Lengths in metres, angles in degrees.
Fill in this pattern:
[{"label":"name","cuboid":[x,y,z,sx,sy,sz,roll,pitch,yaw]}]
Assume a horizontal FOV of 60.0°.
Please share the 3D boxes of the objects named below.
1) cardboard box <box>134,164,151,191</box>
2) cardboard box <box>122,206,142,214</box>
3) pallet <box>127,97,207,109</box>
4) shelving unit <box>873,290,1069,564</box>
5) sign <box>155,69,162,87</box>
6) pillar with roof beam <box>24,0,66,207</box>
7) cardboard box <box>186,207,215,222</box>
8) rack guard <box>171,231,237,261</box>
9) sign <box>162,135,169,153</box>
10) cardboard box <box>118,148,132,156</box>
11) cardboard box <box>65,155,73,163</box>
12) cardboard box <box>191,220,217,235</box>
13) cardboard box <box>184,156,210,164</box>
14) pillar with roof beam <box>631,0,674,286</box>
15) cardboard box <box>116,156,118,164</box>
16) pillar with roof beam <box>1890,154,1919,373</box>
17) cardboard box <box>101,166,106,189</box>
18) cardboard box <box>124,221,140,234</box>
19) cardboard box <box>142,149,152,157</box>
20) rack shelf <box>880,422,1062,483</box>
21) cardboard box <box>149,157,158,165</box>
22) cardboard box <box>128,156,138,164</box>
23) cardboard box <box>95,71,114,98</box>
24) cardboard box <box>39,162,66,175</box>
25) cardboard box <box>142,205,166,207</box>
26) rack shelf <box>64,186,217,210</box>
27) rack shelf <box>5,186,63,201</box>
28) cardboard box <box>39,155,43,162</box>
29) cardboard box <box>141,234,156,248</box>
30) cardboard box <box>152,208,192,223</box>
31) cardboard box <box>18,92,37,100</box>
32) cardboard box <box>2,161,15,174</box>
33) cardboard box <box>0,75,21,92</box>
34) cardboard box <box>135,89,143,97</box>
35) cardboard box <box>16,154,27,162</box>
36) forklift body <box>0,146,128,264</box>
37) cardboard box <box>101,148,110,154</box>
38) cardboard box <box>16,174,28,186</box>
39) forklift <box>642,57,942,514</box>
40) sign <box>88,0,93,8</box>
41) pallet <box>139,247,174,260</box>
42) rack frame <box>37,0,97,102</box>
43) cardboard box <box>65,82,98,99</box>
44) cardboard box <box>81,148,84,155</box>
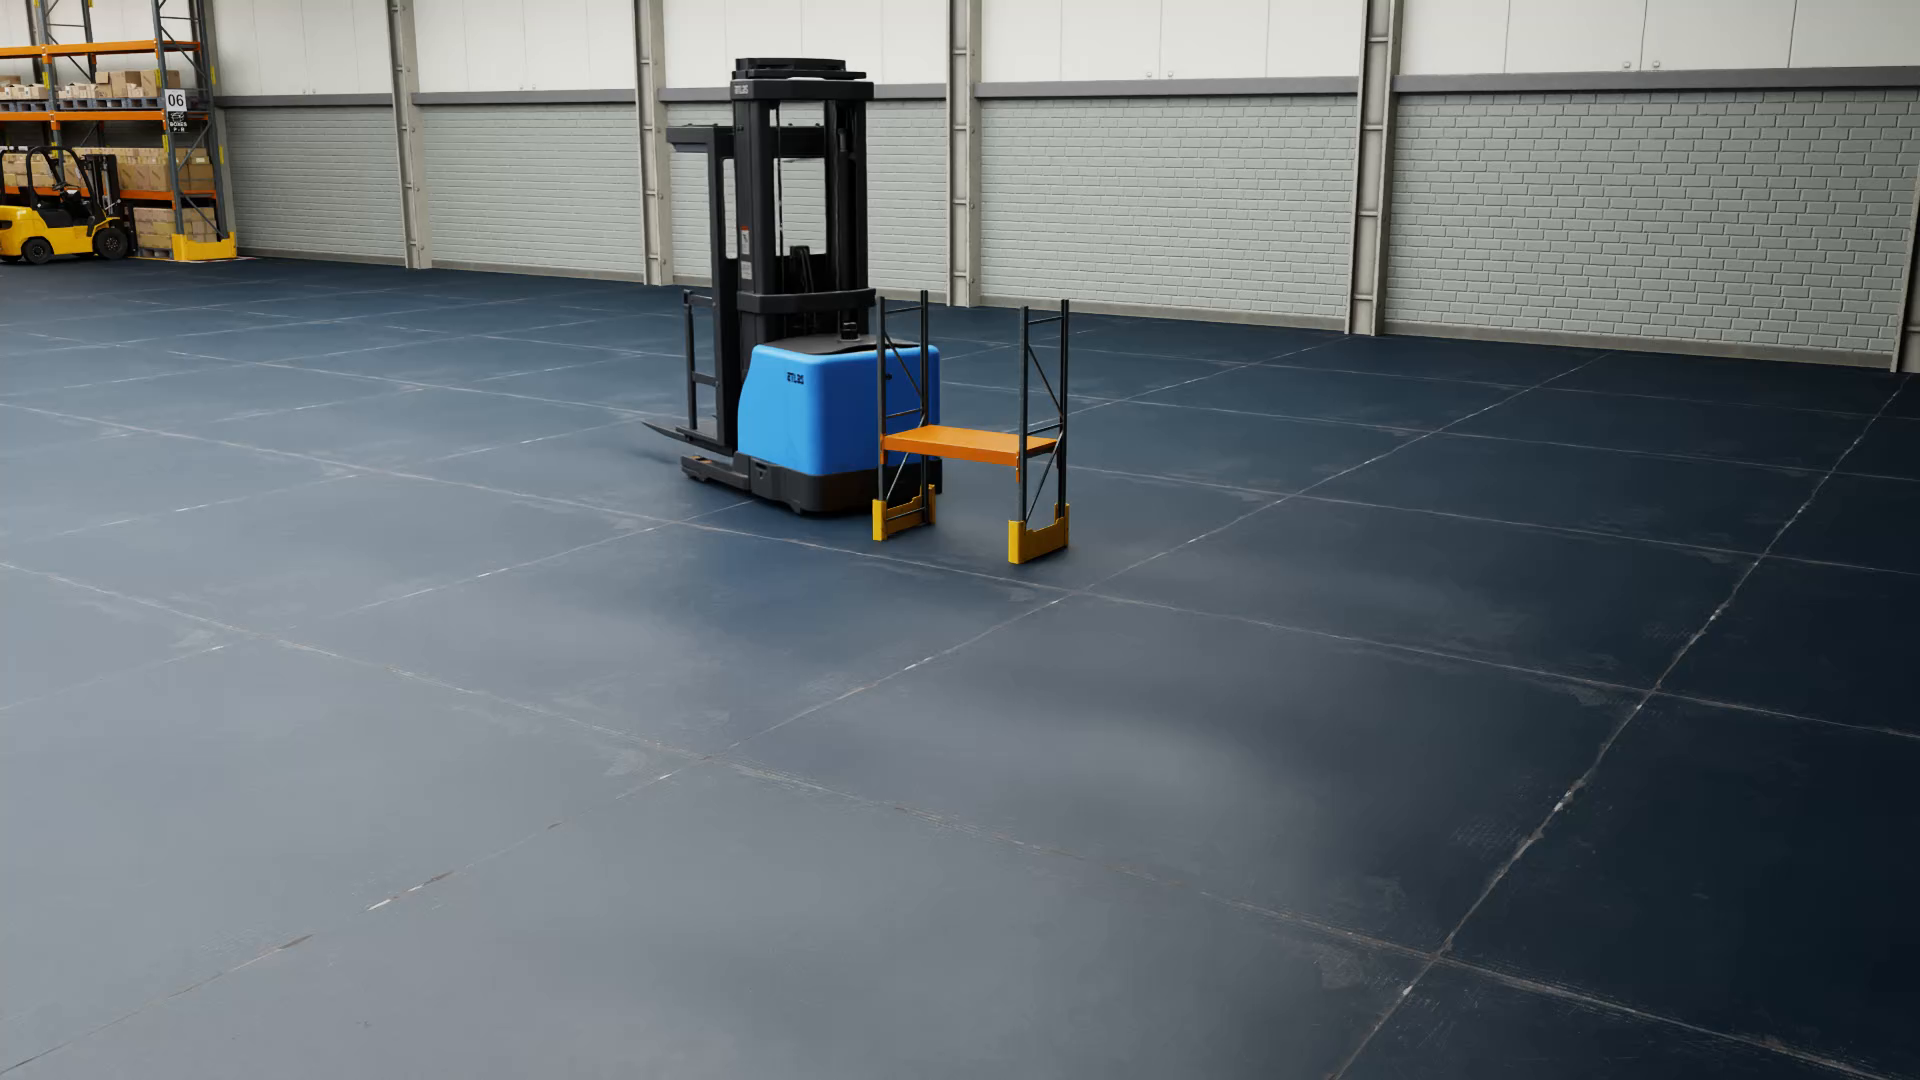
[{"label":"cardboard box","cuboid":[-15.787,-7.108,32.588,0.500,0.500,0.500,10,17,35]},{"label":"cardboard box","cuboid":[-16.630,-6.531,33.232,0.500,0.250,0.500,9,16,32]},{"label":"pallet","cuboid":[-15.379,-8.488,32.310,1.213,0.211,1.003,9,17,33]},{"label":"shelving unit","cuboid":[0.063,-0.718,10.102,1.083,1.500,0.587,9,17,33]},{"label":"sign","cuboid":[-15.121,-8.716,31.369,0.005,0.325,0.100,9,17,33]},{"label":"pillar with roof beam","cuboid":[-22.262,-10.106,32.421,0.400,9.000,9.100,9,17,33]},{"label":"cardboard box","cuboid":[-15.100,-6.431,32.829,0.500,0.250,0.500,9,16,32]},{"label":"rack guard","cuboid":[-14.787,-5.758,32.544,0.348,0.500,1.175,9,17,33]},{"label":"sign","cuboid":[-15.121,-7.545,31.659,0.005,0.325,0.100,9,17,33]},{"label":"cardboard box","cuboid":[-16.336,-7.640,32.765,0.250,0.149,0.380,10,17,34]},{"label":"cardboard box","cuboid":[-18.008,-7.779,33.949,0.250,0.149,0.380,9,16,32]},{"label":"cardboard box","cuboid":[-15.081,-6.191,32.898,0.500,0.250,0.500,10,17,34]},{"label":"cardboard box","cuboid":[-14.943,-7.435,32.559,0.250,0.149,0.380,9,16,31]},{"label":"pillar with roof beam","cuboid":[-7.327,-7.692,22.670,0.400,9.000,9.100,9,17,33]},{"label":"cardboard box","cuboid":[-16.736,-7.568,33.095,0.250,0.149,0.380,9,16,32]},{"label":"pillar with roof beam","cuboid":[7.609,-5.278,12.918,0.400,9.000,9.100,9,17,33]},{"label":"cardboard box","cuboid":[-17.041,-7.314,33.418,0.500,0.500,0.500,9,17,32]},{"label":"cardboard box","cuboid":[-16.235,-6.224,33.031,0.500,0.250,0.500,9,16,32]},{"label":"cardboard box","cuboid":[-15.676,-7.545,32.383,0.250,0.149,0.380,10,17,34]},{"label":"rack shelf","cuboid":[0.071,-0.542,10.140,1.000,0.185,0.538,9,17,33]},{"label":"cardboard box","cuboid":[-15.479,-7.357,32.243,0.250,0.149,0.380,9,17,34]},{"label":"cardboard box","cuboid":[-16.108,-7.466,32.683,0.250,0.149,0.380,9,16,31]},{"label":"cardboard box","cuboid":[-16.568,-8.987,32.848,0.637,0.503,0.797,10,17,35]},{"label":"cardboard box","cuboid":[-18.676,-7.696,34.441,0.500,0.250,0.500,9,16,32]},{"label":"cardboard box","cuboid":[-16.347,-6.637,33.659,0.500,0.250,0.500,9,16,32]},{"label":"rack shelf","cuboid":[-16.466,-6.894,33.426,4.000,0.370,1.077,9,17,33]},{"label":"rack shelf","cuboid":[-19.785,-7.430,35.593,4.000,0.370,1.077,9,17,33]},{"label":"cardboard box","cuboid":[-18.931,-7.950,34.640,0.250,0.149,0.380,9,17,33]},{"label":"cardboard box","cuboid":[-15.780,-5.912,32.813,0.500,0.250,0.500,9,17,33]},{"label":"cardboard box","cuboid":[-15.363,-6.329,32.414,0.500,0.250,0.500,10,17,35]},{"label":"cardboard box","cuboid":[-19.208,-9.185,34.382,0.250,0.149,0.380,9,17,33]},{"label":"cardboard box","cuboid":[-19.936,-7.905,35.284,0.500,0.250,0.500,9,17,34]},{"label":"cardboard box","cuboid":[-20.135,-9.522,35.015,0.500,0.500,0.500,10,17,34]},{"label":"cardboard box","cuboid":[-15.663,-8.612,32.068,0.250,0.149,0.380,9,16,31]},{"label":"cardboard box","cuboid":[-19.610,-8.042,35.008,0.250,0.149,0.380,9,17,33]},{"label":"forklift body","cuboid":[-17.398,-6.453,31.916,1.214,2.155,2.313,9,17,33]},{"label":"cardboard box","cuboid":[-16.913,-7.760,33.252,0.250,0.149,0.380,9,17,33]},{"label":"cardboard box","cuboid":[-19.505,-7.593,35.065,0.500,0.250,0.500,9,17,33]},{"label":"forklift","cuboid":[-1.379,-1.894,11.874,1.130,2.935,3.031,-10,17,-34]},{"label":"sign","cuboid":[-17.795,-11.061,34.005,0.005,0.325,0.100,9,17,33]},{"label":"pallet","cuboid":[-15.464,-5.715,32.972,1.213,0.211,1.003,9,17,33]},{"label":"rack frame","cuboid":[-18.126,-10.423,33.702,0.127,3.000,1.000,9,17,33]},{"label":"cardboard box","cuboid":[-17.571,-9.016,33.364,0.500,0.311,0.500,10,17,34]},{"label":"cardboard box","cuboid":[-17.543,-7.868,33.686,0.250,0.149,0.380,9,16,32]}]
